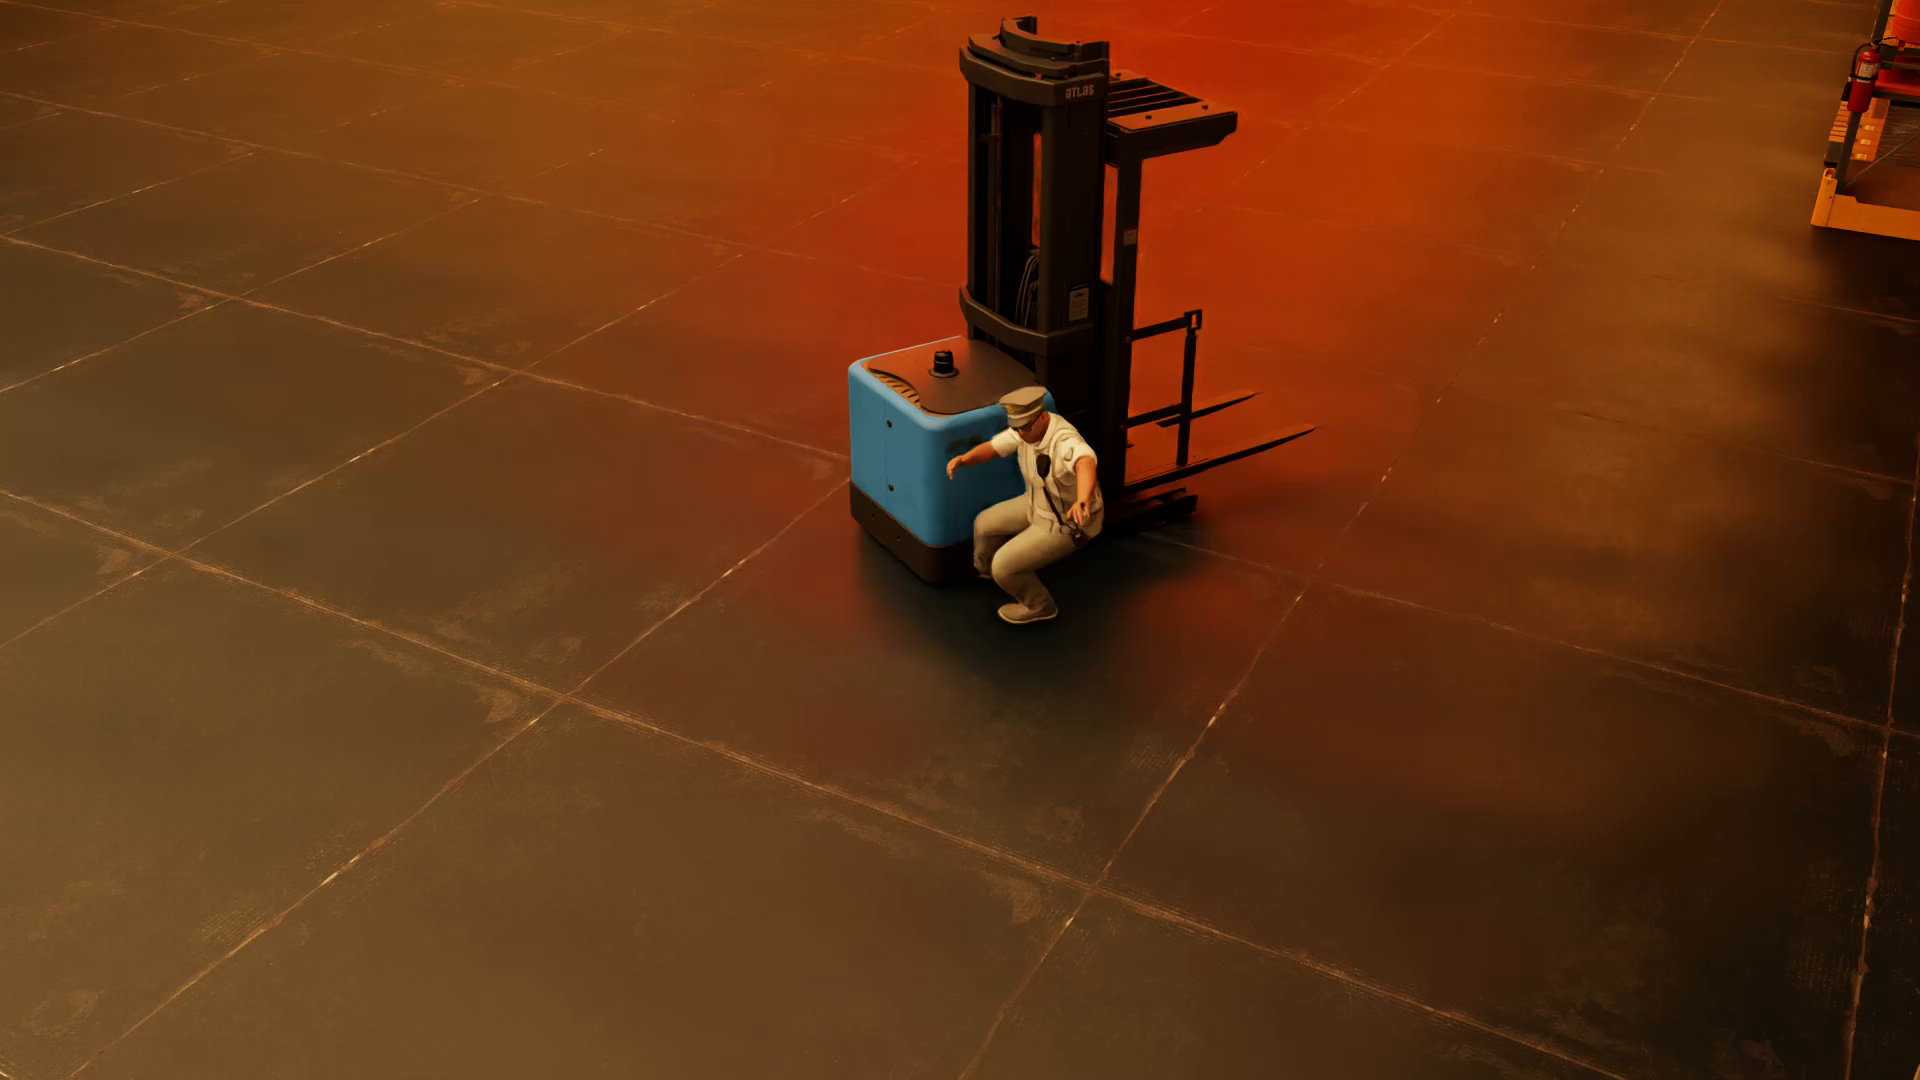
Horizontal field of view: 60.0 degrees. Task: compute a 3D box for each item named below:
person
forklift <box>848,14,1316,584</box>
[{"bbox_3d":[0.356,-0.119,8.736,0.831,1.457,1.620,-13,33,-22],"label":"person"},{"bbox_3d":[0.859,-1.557,9.769,3.031,2.935,1.130,-17,34,-27],"label":"forklift"}]
